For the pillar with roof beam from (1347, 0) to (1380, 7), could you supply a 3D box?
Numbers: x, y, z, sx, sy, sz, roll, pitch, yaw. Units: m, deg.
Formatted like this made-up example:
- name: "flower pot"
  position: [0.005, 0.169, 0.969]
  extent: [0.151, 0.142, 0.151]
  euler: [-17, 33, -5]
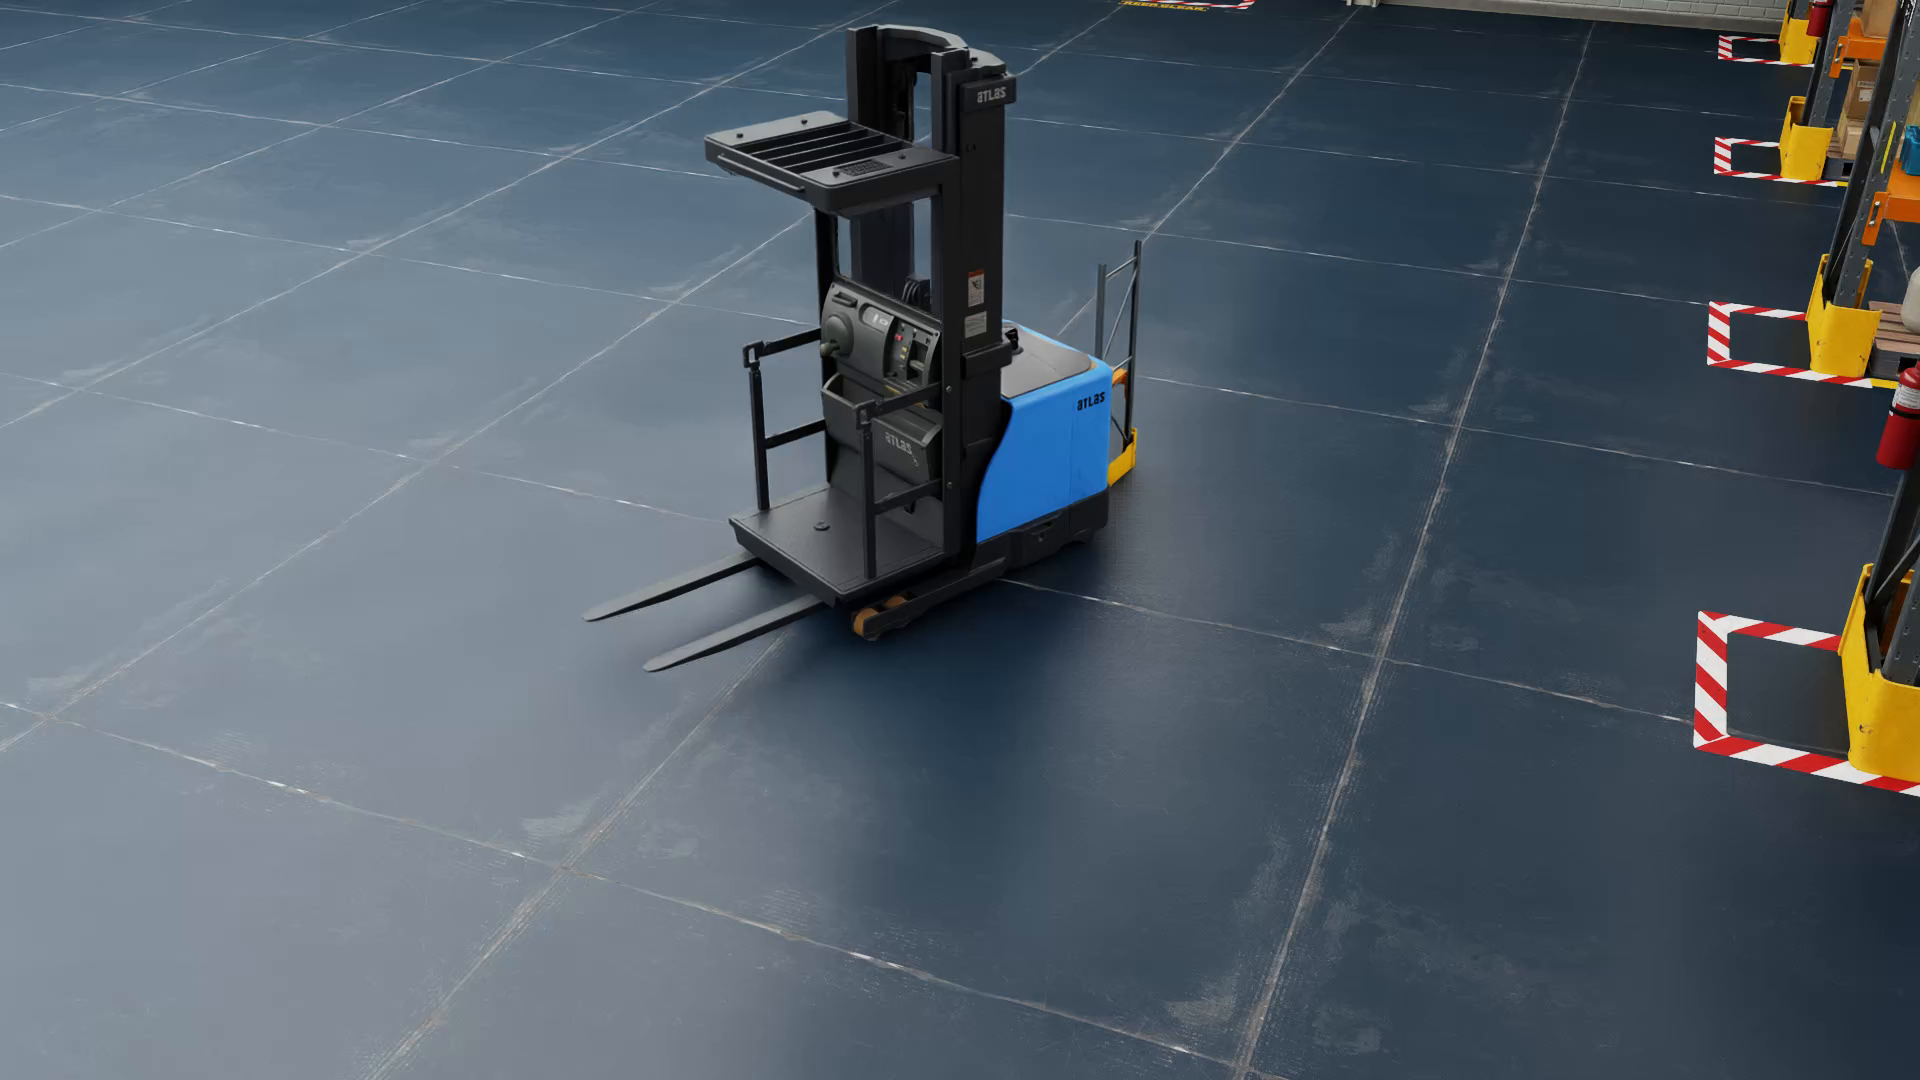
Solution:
- name: "pillar with roof beam"
  position: [3.886, -9.274, 17.012]
  extent: [0.400, 9.000, 9.100]
  euler: [11, 31, 19]

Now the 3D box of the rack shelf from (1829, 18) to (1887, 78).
- name: "rack shelf"
  position: [10.085, -4.308, 15.054]
  extent: [4.000, 0.370, 1.077]
  euler: [11, 31, 19]

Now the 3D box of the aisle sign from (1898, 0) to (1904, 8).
- name: "aisle sign"
  position: [6.411, -4.013, 11.160]
  extent: [0.004, 0.787, 0.394]
  euler: [11, 31, 19]

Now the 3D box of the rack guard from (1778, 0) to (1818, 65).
- name: "rack guard"
  position: [10.161, -6.148, 20.119]
  extent: [0.348, 0.500, 1.175]
  euler: [11, 31, 19]

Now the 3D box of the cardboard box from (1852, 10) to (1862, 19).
- name: "cardboard box"
  position: [10.698, -6.102, 19.783]
  extent: [0.500, 0.311, 0.500]
  euler: [8, 30, 13]

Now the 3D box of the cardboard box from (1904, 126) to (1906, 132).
- name: "cardboard box"
  position: [9.110, -3.685, 15.589]
  extent: [0.500, 0.250, 0.500]
  euler: [11, 31, 19]

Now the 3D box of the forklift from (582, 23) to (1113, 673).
- name: "forklift"
  position: [-0.582, -1.037, 8.606]
  extent: [3.031, 2.935, 1.130]
  euler: [-22, 36, -34]

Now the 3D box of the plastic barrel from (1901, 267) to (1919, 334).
- name: "plastic barrel"
  position: [7.005, -1.746, 11.892]
  extent: [0.421, 0.512, 0.421]
  euler: [0, 29, 0]

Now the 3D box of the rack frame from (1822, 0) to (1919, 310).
- name: "rack frame"
  position: [6.366, -2.733, 11.537]
  extent: [0.127, 3.000, 1.000]
  euler: [11, 31, 19]

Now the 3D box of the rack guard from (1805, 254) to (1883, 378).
- name: "rack guard"
  position: [6.454, -1.652, 12.165]
  extent: [0.348, 0.500, 1.175]
  euler: [11, 31, 19]

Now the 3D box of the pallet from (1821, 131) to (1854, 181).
- name: "pallet"
  position: [8.956, -3.654, 16.001]
  extent: [1.213, 0.211, 1.003]
  euler: [11, 31, 19]

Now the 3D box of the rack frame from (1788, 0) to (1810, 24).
- name: "rack frame"
  position: [10.091, -7.250, 19.529]
  extent: [0.127, 3.000, 1.000]
  euler: [11, 31, 19]

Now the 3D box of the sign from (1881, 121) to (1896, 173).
- name: "sign"
  position: [6.155, -2.603, 11.026]
  extent: [0.005, 0.325, 0.100]
  euler: [11, 31, 19]

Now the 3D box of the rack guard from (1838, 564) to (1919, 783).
- name: "rack guard"
  position: [4.574, 0.628, 8.131]
  extent: [0.348, 0.500, 1.175]
  euler: [11, 31, 19]

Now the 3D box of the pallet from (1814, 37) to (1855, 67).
- name: "pallet"
  position: [10.901, -5.856, 19.895]
  extent: [1.213, 0.211, 1.003]
  euler: [11, 31, 19]

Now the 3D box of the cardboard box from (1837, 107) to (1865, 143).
- name: "cardboard box"
  position: [8.840, -4.012, 16.167]
  extent: [0.500, 0.250, 0.500]
  euler: [11, 31, 19]

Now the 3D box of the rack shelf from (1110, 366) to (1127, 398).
- name: "rack shelf"
  position: [0.503, -0.998, 10.357]
  extent: [1.000, 0.185, 0.538]
  euler: [17, 34, 27]

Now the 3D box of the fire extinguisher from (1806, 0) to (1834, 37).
- name: "fire extinguisher"
  position: [8.297, -5.191, 15.964]
  extent: [0.183, 0.674, 0.296]
  euler: [11, 31, 19]

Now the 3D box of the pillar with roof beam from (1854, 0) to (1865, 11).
- name: "pillar with roof beam"
  position: [9.446, -8.164, 15.048]
  extent: [0.400, 9.000, 9.100]
  euler: [11, 31, 19]

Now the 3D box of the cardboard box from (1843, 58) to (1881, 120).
- name: "cardboard box"
  position: [8.841, -4.339, 15.985]
  extent: [0.500, 0.500, 0.500]
  euler: [11, 31, 19]

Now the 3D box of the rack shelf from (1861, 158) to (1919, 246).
- name: "rack shelf"
  position: [8.219, -2.050, 11.059]
  extent: [4.000, 0.370, 1.077]
  euler: [11, 31, 19]

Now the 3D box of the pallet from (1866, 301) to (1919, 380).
- name: "pallet"
  position: [7.205, -1.374, 11.966]
  extent: [1.213, 0.211, 1.003]
  euler: [11, 31, 19]

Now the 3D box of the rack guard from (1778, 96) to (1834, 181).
- name: "rack guard"
  position: [8.210, -3.907, 16.154]
  extent: [0.348, 0.500, 1.175]
  euler: [11, 31, 19]

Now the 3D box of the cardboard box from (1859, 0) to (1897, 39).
- name: "cardboard box"
  position: [8.660, -4.942, 15.344]
  extent: [0.500, 0.500, 0.700]
  euler: [11, 31, 19]

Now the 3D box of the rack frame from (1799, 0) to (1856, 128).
- name: "rack frame"
  position: [8.232, -4.991, 15.531]
  extent: [0.127, 3.000, 1.000]
  euler: [11, 31, 19]

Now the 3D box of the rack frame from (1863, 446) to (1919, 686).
- name: "rack frame"
  position: [4.504, -0.475, 7.541]
  extent: [0.127, 3.000, 1.000]
  euler: [11, 31, 19]

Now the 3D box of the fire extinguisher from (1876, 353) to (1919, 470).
- name: "fire extinguisher"
  position: [4.571, -0.672, 7.969]
  extent: [0.183, 0.674, 0.296]
  euler: [11, 31, 19]

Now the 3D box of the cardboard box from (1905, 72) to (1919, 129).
- name: "cardboard box"
  position: [9.109, -4.011, 15.403]
  extent: [0.500, 0.500, 0.500]
  euler: [11, 31, 19]

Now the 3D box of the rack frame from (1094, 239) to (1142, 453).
- name: "rack frame"
  position: [0.934, -1.023, 10.035]
  extent: [0.032, 1.500, 0.500]
  euler: [17, 34, 27]

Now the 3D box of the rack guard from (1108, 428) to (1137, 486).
- name: "rack guard"
  position: [0.933, -0.479, 10.343]
  extent: [0.087, 0.250, 0.587]
  euler: [17, 34, 27]

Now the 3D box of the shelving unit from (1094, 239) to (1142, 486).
- name: "shelving unit"
  position: [0.510, -1.152, 10.265]
  extent: [1.083, 1.500, 0.587]
  euler: [17, 34, 27]

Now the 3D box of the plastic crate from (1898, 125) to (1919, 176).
- name: "plastic crate"
  position: [6.942, -2.712, 11.651]
  extent: [0.616, 0.251, 0.499]
  euler: [11, 31, 19]

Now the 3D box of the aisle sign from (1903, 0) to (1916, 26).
- name: "aisle sign"
  position: [6.189, -3.744, 10.684]
  extent: [0.004, 0.787, 0.394]
  euler: [11, 31, 19]

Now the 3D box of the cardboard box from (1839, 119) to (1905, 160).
- name: "cardboard box"
  position: [8.645, -3.776, 15.750]
  extent: [0.500, 0.250, 0.500]
  euler: [11, 31, 19]
